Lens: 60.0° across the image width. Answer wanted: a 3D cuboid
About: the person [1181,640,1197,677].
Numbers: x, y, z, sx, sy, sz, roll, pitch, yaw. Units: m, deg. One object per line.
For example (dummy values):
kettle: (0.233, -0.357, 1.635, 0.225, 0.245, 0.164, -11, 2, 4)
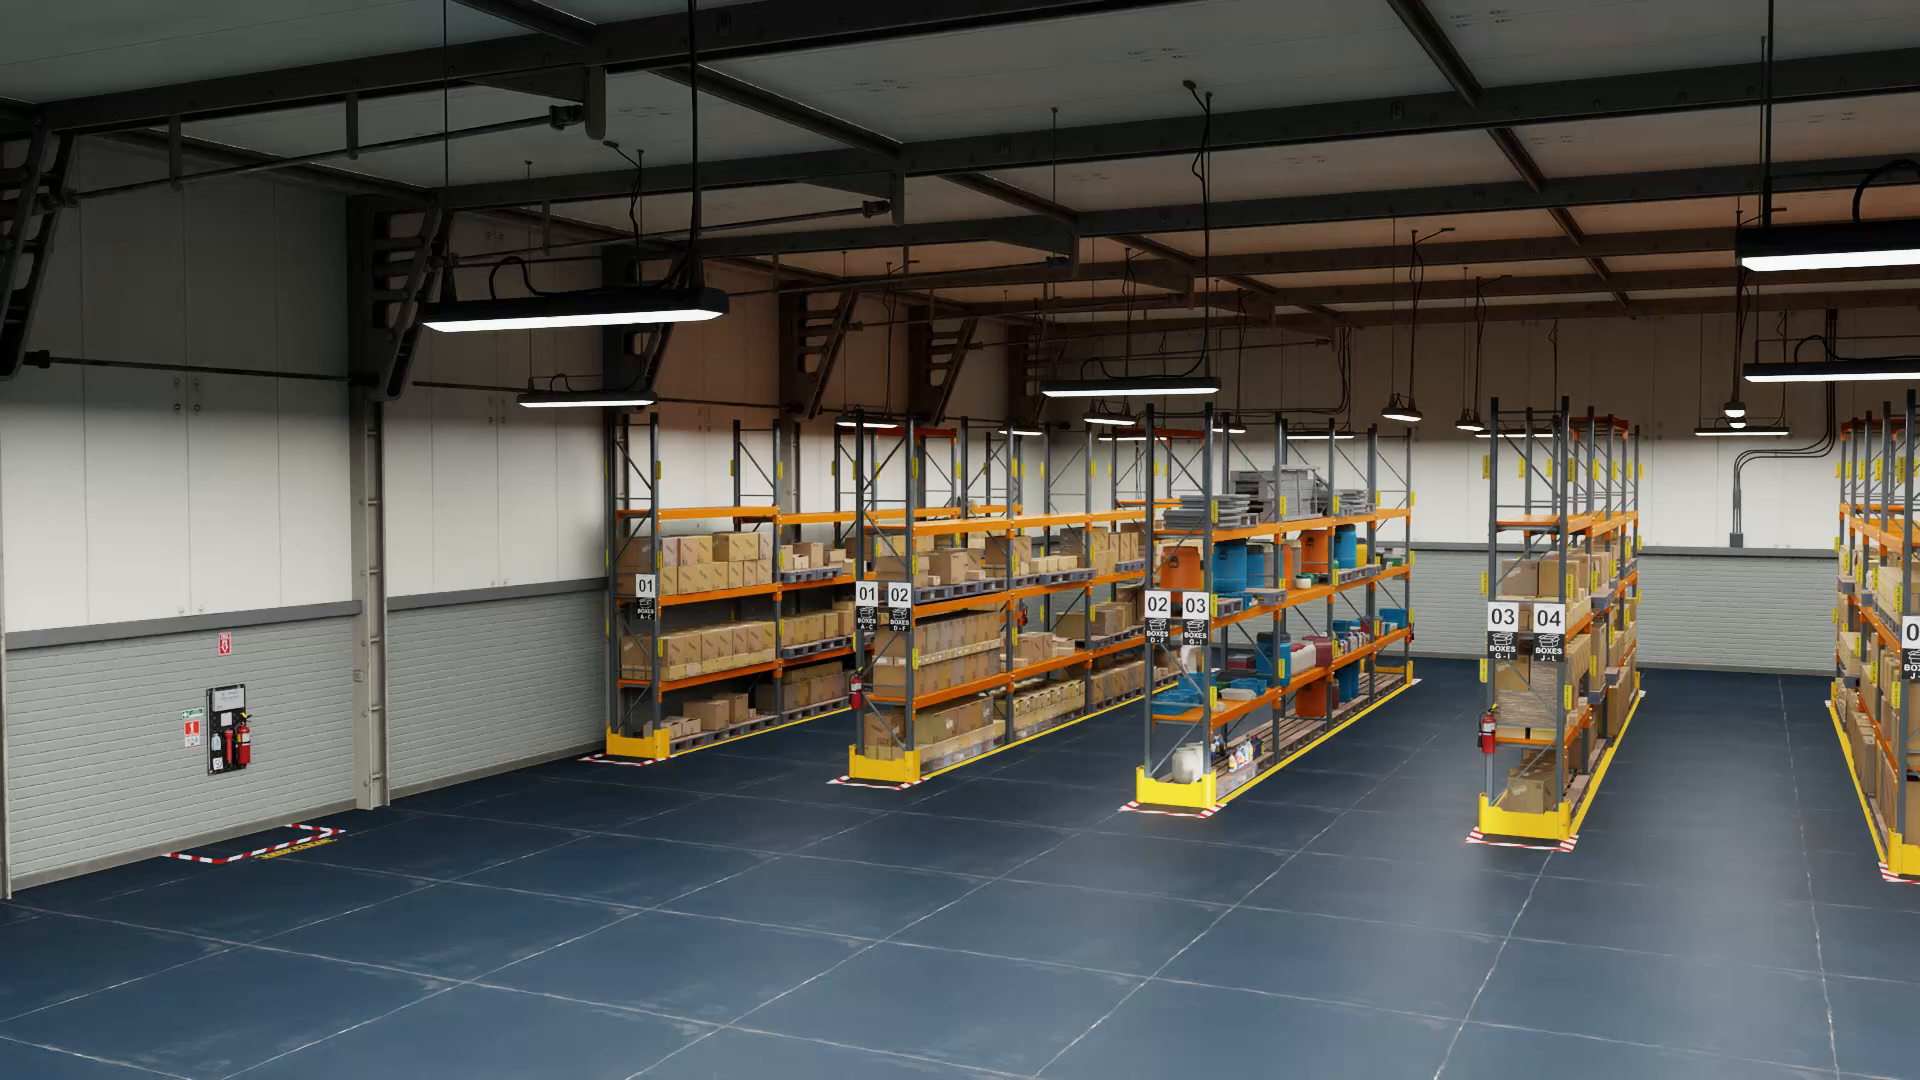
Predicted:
person: (4.849, 2.624, 35.249, 0.431, 1.785, 0.615, 0, 2, 6)
